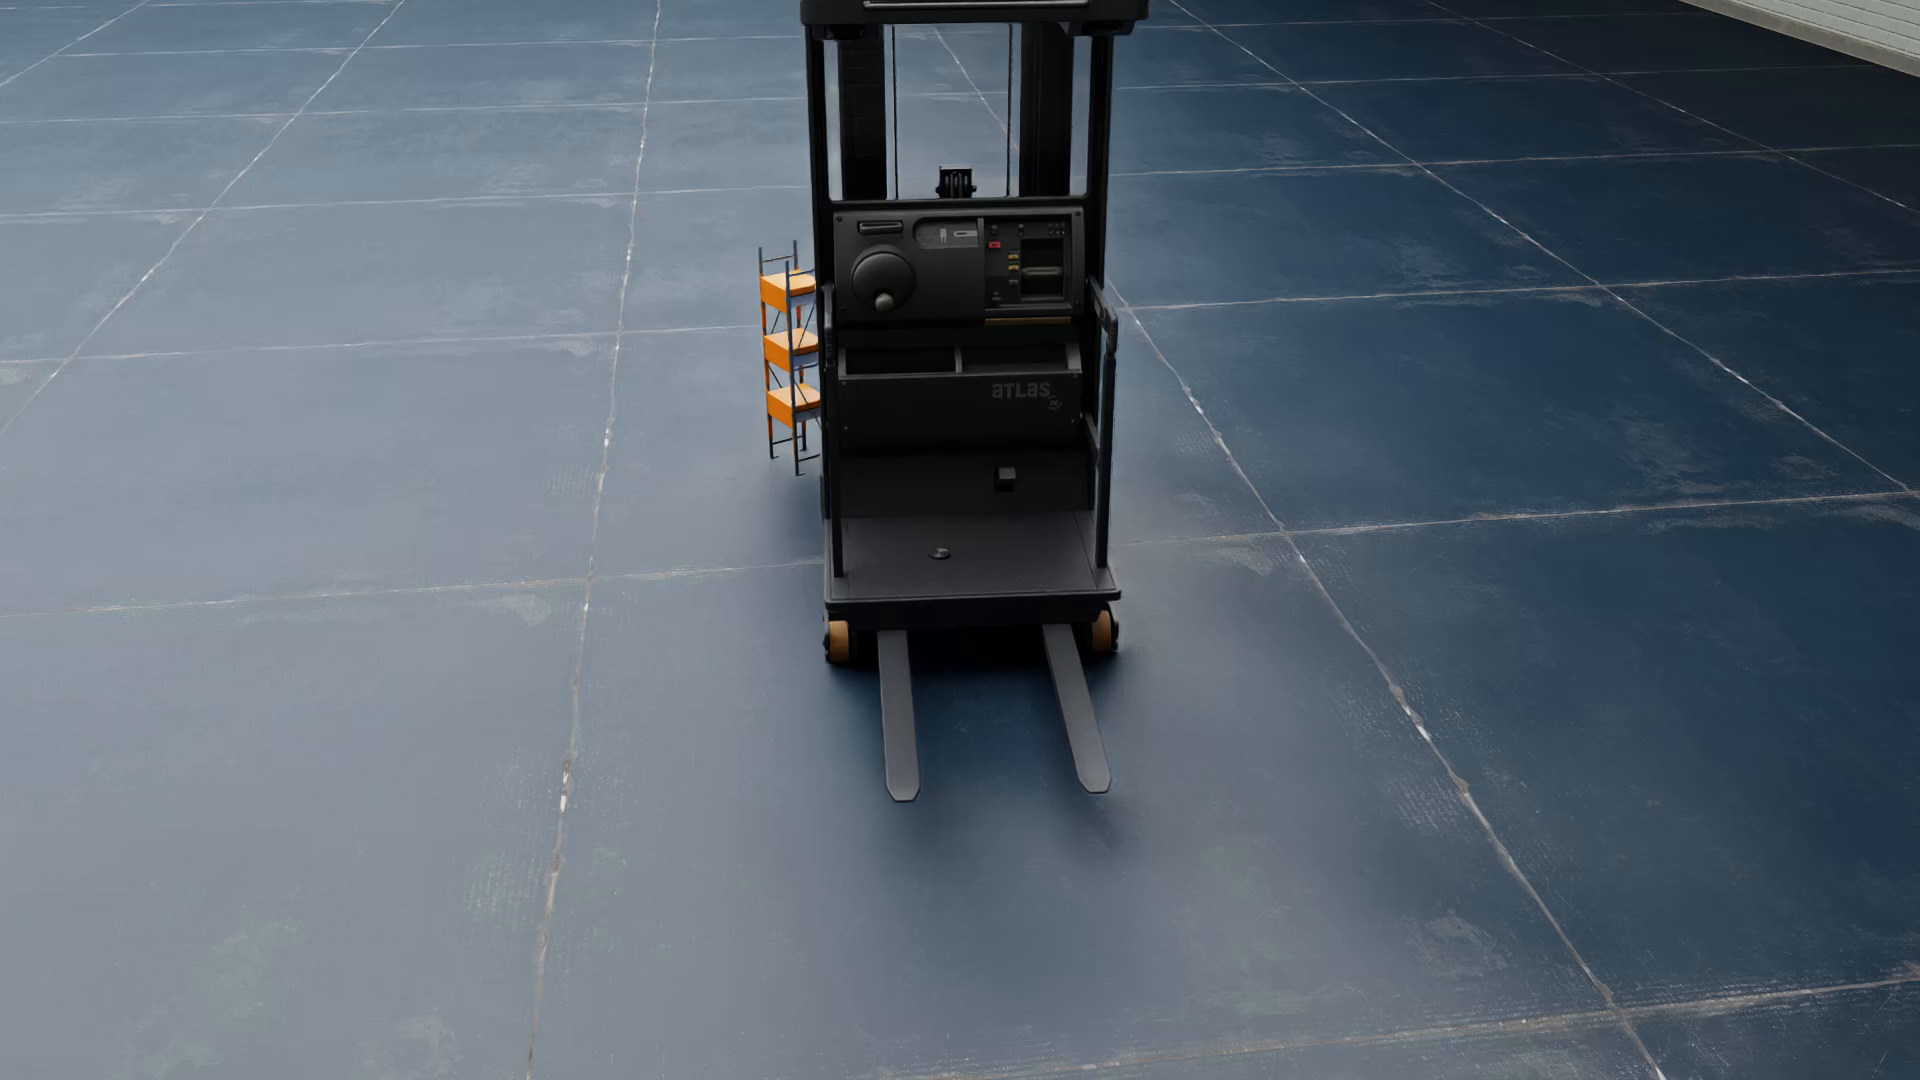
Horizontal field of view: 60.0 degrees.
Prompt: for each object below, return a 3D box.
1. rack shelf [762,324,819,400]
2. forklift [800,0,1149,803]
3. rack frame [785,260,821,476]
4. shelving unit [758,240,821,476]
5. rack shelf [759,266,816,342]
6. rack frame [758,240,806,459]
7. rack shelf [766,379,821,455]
[{"bbox_3d":[-0.763,-0.830,7.742,0.215,0.259,0.240,-18,32,-31],"label":"rack shelf"},{"bbox_3d":[0.018,-0.993,5.975,1.130,2.935,3.031,-2,27,-4],"label":"forklift"},{"bbox_3d":[-0.693,-0.794,7.648,0.200,1.050,0.008,-18,32,-31],"label":"rack frame"},{"bbox_3d":[-0.763,-0.840,7.737,0.215,1.050,0.252,-18,32,-31],"label":"shelving unit"},{"bbox_3d":[-0.763,-1.083,7.612,0.215,0.259,0.240,-18,32,-31],"label":"rack shelf"},{"bbox_3d":[-0.833,-0.885,7.825,0.200,1.050,0.008,-18,32,-31],"label":"rack frame"},{"bbox_3d":[-0.763,-0.583,7.868,0.215,0.259,0.240,-18,32,-31],"label":"rack shelf"}]
